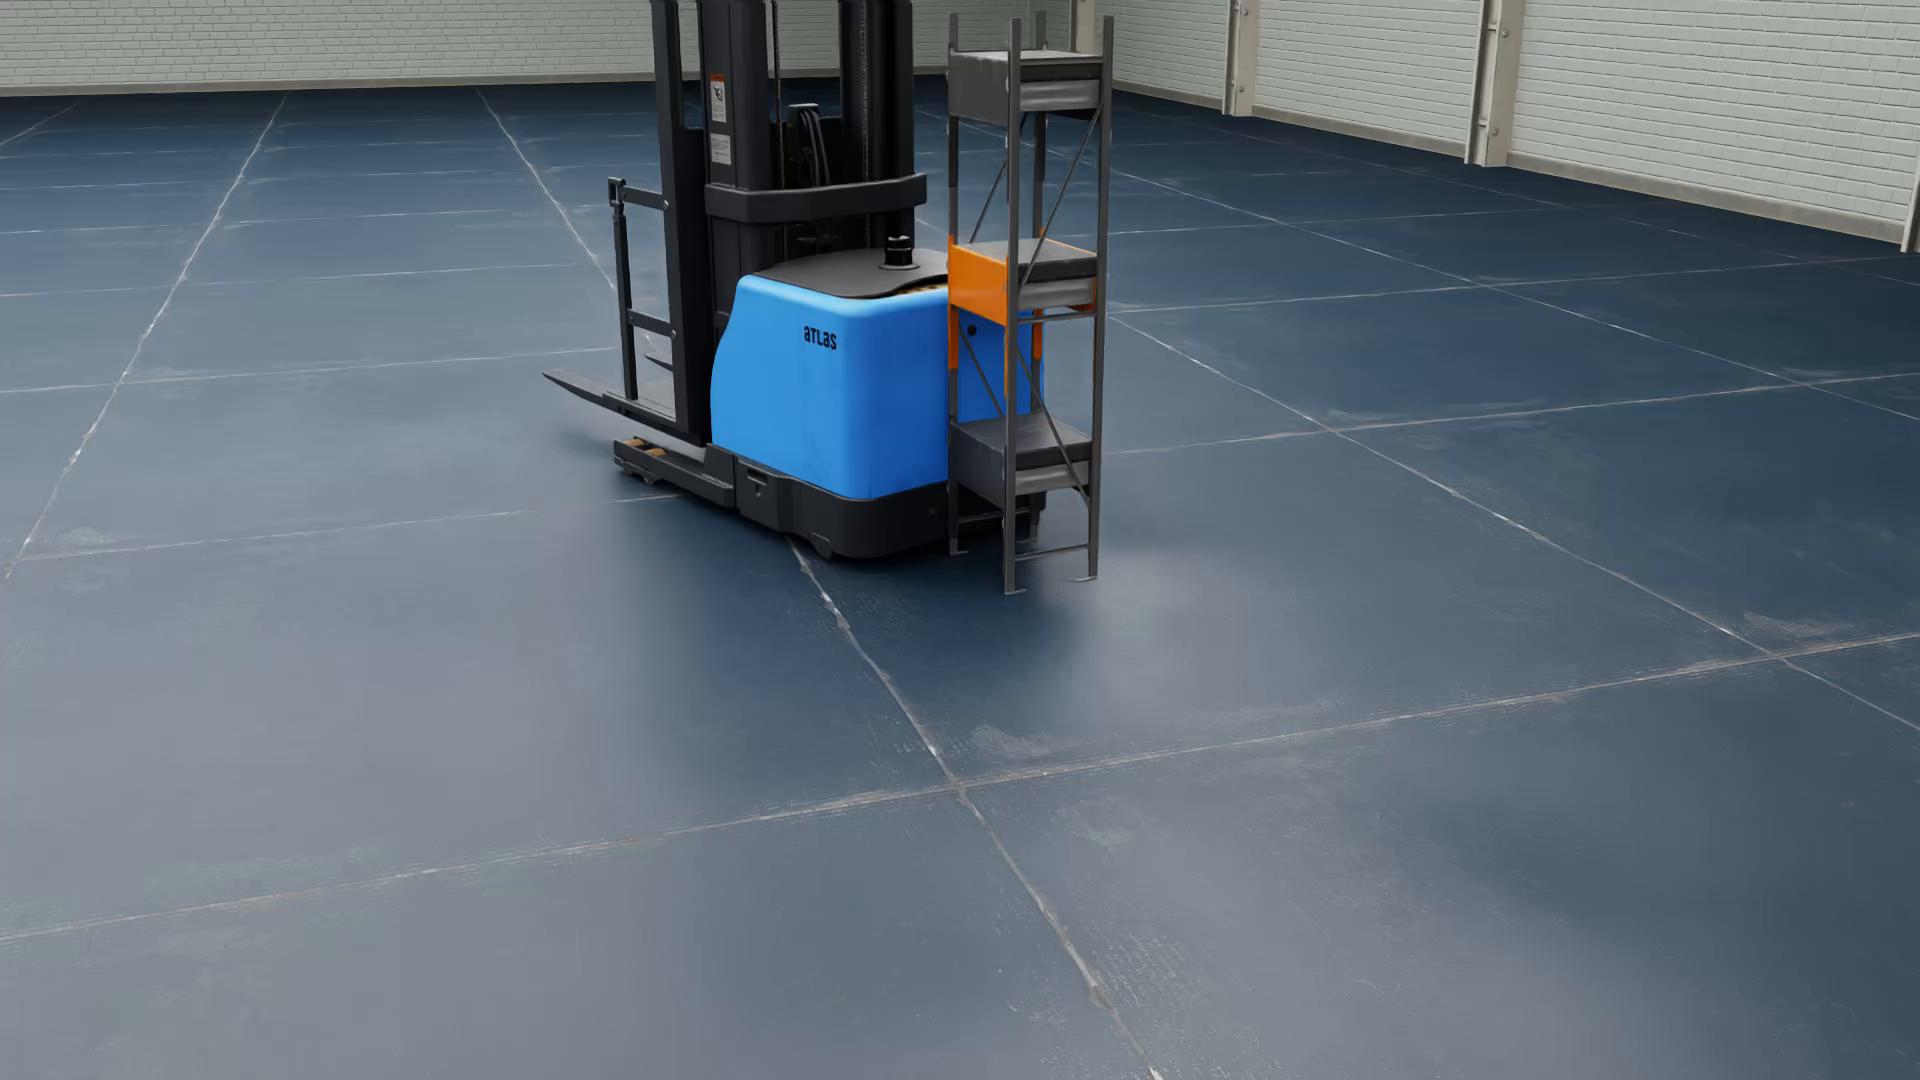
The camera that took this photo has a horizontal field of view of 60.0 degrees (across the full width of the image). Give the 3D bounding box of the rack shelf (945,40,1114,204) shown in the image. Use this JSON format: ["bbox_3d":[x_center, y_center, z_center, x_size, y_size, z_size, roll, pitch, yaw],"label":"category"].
[{"bbox_3d":[0.245,-1.525,6.025,0.431,0.518,0.480,-9,22,-25],"label":"rack shelf"}]

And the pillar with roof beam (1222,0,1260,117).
[{"bbox_3d":[-0.081,-9.909,21.191,9.100,9.000,0.400,-6,21,-17],"label":"pillar with roof beam"}]

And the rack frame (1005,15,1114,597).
[{"bbox_3d":[0.353,-0.805,6.051,0.400,2.100,0.015,-9,22,-25],"label":"rack frame"}]

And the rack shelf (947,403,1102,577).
[{"bbox_3d":[0.245,-0.207,6.498,0.431,0.518,0.480,-9,22,-25],"label":"rack shelf"}]

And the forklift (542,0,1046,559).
[{"bbox_3d":[-0.963,-1.730,7.397,1.130,2.935,3.031,-16,25,-37],"label":"forklift"}]

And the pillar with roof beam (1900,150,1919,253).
[{"bbox_3d":[3.691,-6.058,10.470,9.100,9.000,0.400,-6,21,-17],"label":"pillar with roof beam"}]

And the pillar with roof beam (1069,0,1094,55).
[{"bbox_3d":[-1.966,-11.834,26.552,9.100,9.000,0.400,-6,21,-17],"label":"pillar with roof beam"}]

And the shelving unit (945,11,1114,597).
[{"bbox_3d":[0.245,-0.879,6.257,0.431,2.100,0.503,-9,22,-25],"label":"shelving unit"}]

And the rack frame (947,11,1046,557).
[{"bbox_3d":[0.137,-0.953,6.463,0.400,2.100,0.015,-9,22,-25],"label":"rack frame"}]

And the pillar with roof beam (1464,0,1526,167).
[{"bbox_3d":[1.805,-7.983,15.830,9.100,9.000,0.400,-6,21,-17],"label":"pillar with roof beam"}]

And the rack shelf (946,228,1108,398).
[{"bbox_3d":[0.245,-0.866,6.262,0.431,0.518,0.480,-9,22,-25],"label":"rack shelf"}]
